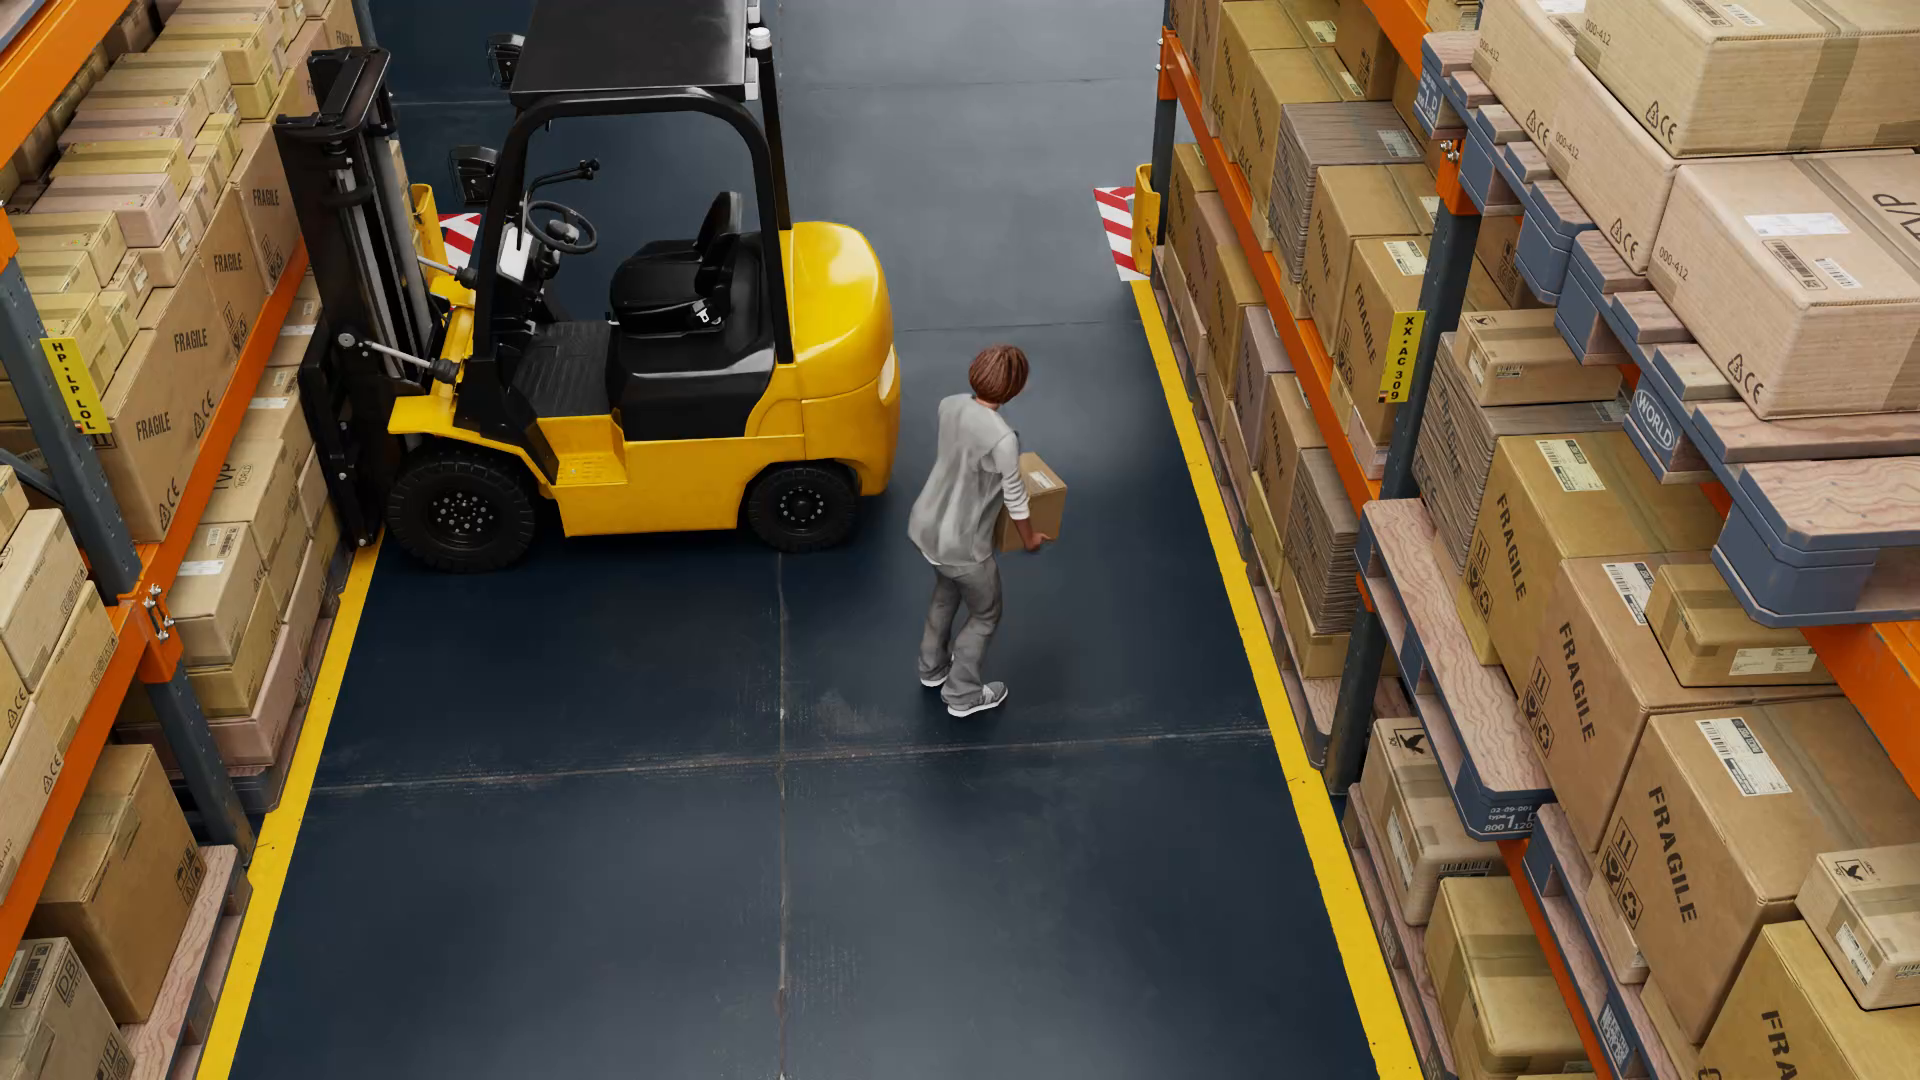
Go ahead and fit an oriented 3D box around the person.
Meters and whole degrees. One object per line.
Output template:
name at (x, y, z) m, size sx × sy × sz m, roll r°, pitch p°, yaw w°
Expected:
person at (0.062, -0.025, 6.237) m, size 0.533 × 1.548 × 0.384 m, roll -24°, pitch 45°, yaw -26°
